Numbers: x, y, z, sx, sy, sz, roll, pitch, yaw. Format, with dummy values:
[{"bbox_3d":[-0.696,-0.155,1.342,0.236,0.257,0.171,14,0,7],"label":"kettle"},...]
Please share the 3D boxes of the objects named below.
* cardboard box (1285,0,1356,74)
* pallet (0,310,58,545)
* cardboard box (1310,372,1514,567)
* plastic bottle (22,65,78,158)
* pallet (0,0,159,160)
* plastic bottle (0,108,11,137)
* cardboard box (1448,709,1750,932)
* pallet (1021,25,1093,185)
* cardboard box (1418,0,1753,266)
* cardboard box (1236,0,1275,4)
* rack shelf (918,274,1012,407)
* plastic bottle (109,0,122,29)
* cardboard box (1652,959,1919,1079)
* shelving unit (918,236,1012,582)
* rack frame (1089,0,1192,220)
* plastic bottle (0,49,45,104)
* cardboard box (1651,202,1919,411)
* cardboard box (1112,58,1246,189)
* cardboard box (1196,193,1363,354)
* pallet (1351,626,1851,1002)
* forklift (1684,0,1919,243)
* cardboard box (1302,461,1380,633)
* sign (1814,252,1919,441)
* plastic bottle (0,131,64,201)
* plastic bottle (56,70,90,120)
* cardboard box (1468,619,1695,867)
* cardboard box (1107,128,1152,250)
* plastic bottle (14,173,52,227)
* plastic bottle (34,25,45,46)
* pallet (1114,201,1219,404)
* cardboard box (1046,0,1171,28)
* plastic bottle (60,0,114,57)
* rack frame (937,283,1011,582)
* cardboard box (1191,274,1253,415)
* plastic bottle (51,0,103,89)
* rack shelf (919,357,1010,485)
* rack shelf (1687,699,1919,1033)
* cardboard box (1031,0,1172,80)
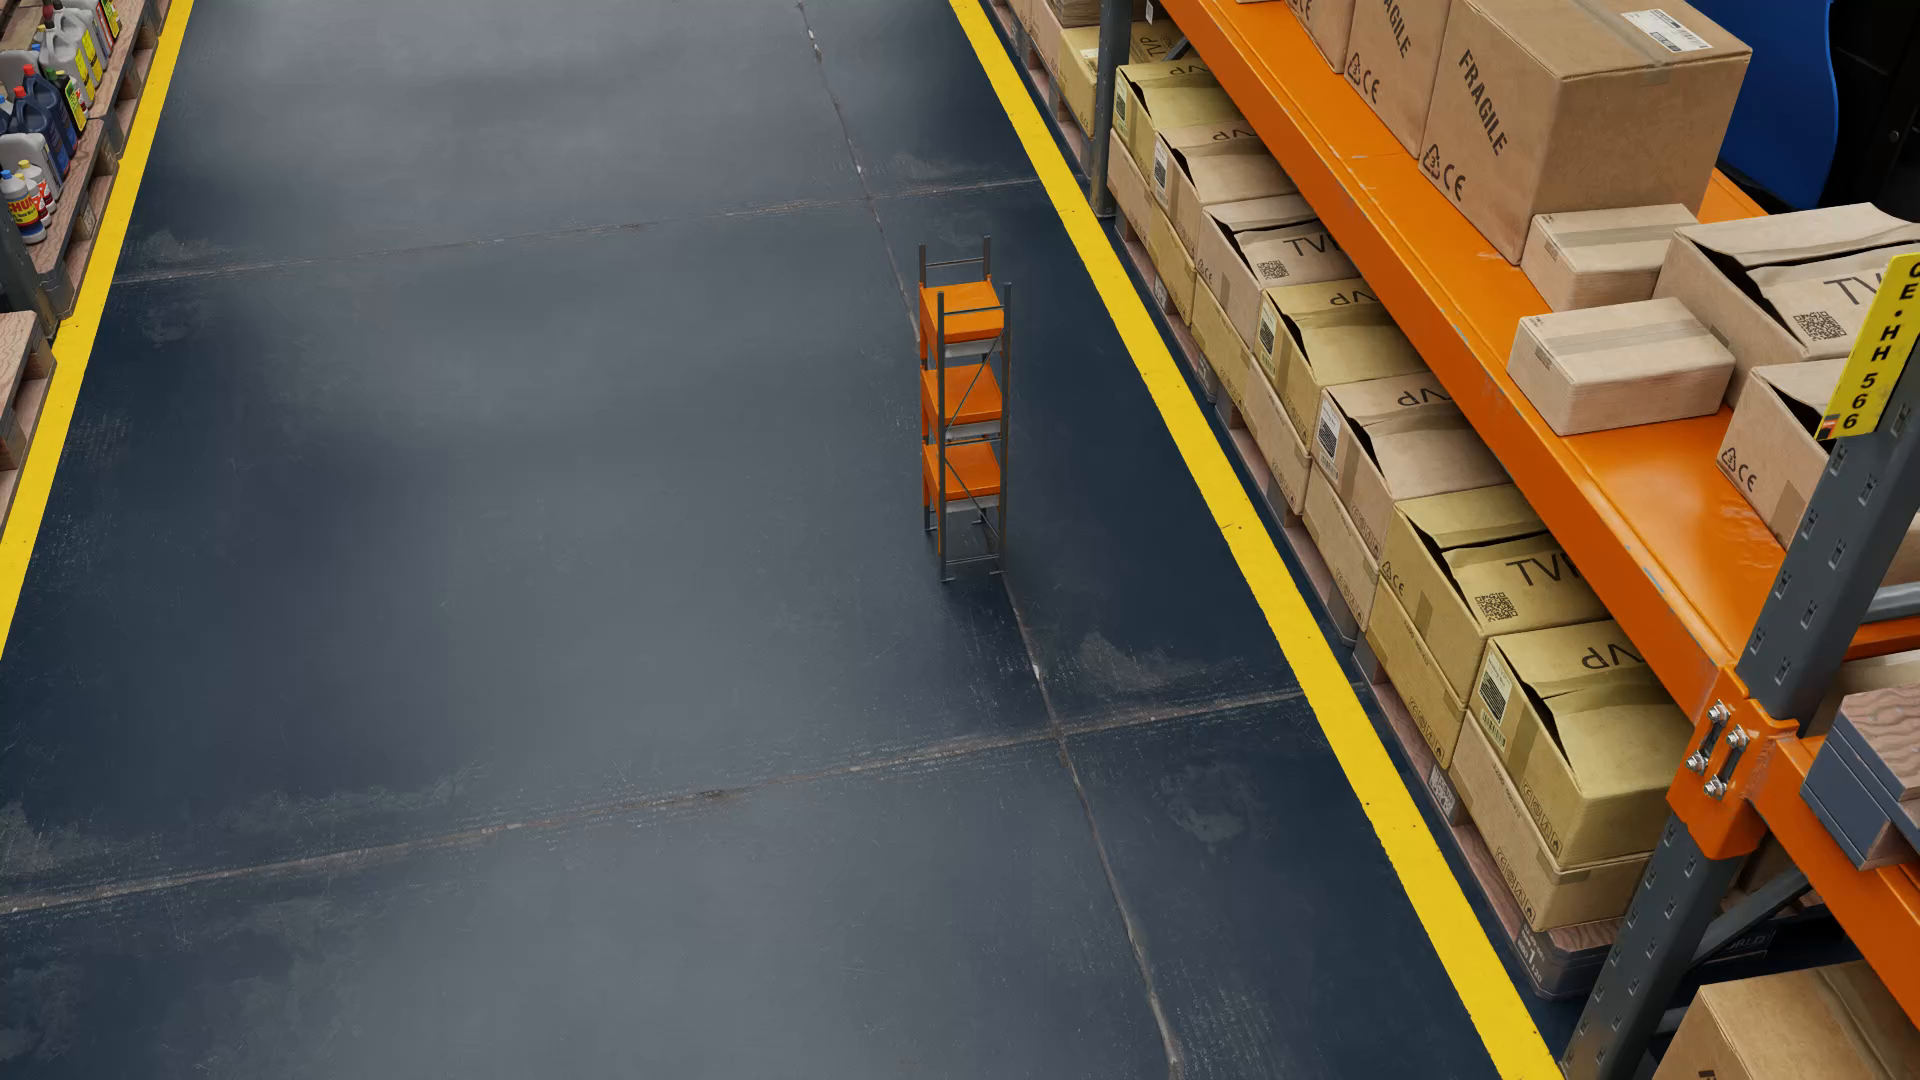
[{"bbox_3d":[1.292,-1.718,4.851,0.500,0.500,0.500,-6,42,-6],"label":"cardboard box"},{"bbox_3d":[-3.602,-0.269,5.394,1.003,0.211,1.213,-8,42,-9],"label":"pallet"},{"bbox_3d":[1.314,-0.236,4.589,0.500,0.311,0.500,-9,42,-10],"label":"cardboard box"},{"bbox_3d":[-3.619,-1.694,6.563,0.144,0.351,0.185,-10,43,-11],"label":"plastic bottle"},{"bbox_3d":[-4.180,-2.006,7.351,1.003,0.211,1.213,-8,42,-9],"label":"pallet"},{"bbox_3d":[-3.719,-1.551,6.402,0.144,0.351,0.185,-8,42,-9],"label":"plastic bottle"},{"bbox_3d":[1.540,0.636,4.029,0.500,0.250,0.500,-7,42,-8],"label":"cardboard box"},{"bbox_3d":[0.898,-2.001,7.345,1.003,0.211,1.213,-8,42,-9],"label":"pallet"},{"bbox_3d":[1.514,-1.052,4.101,0.500,0.500,0.500,-10,43,-12],"label":"cardboard box"},{"bbox_3d":[1.020,-1.825,5.235,0.380,0.149,0.250,-8,42,-9],"label":"cardboard box"},{"bbox_3d":[0.012,-0.562,4.681,0.215,0.259,0.240,-8,42,-9],"label":"rack shelf"},{"bbox_3d":[-3.848,-2.398,7.469,0.097,0.201,0.097,0,42,0],"label":"plastic bottle"},{"bbox_3d":[1.711,1.177,3.216,0.500,0.500,0.500,-7,42,-7],"label":"cardboard box"},{"bbox_3d":[0.012,-0.358,4.862,0.215,1.050,0.252,-8,42,-9],"label":"shelving unit"},{"bbox_3d":[1.028,-2.522,5.832,1.000,3.000,0.127,-8,42,-9],"label":"rack frame"},{"bbox_3d":[-3.850,-1.904,6.856,0.152,0.276,0.135,-8,42,-9],"label":"plastic bottle"},{"bbox_3d":[1.888,-0.504,3.625,0.500,0.311,0.500,-9,42,-10],"label":"cardboard box"},{"bbox_3d":[0.874,-1.557,6.077,0.500,0.311,0.500,-8,42,-9],"label":"cardboard box"},{"bbox_3d":[1.090,-0.897,5.333,0.500,0.311,0.500,-10,43,-11],"label":"cardboard box"},{"bbox_3d":[1.752,0.574,4.444,1.003,0.211,1.213,-8,42,-9],"label":"pallet"},{"bbox_3d":[3.771,-1.901,5.184,1.130,2.935,3.031,-15,44,-16],"label":"forklift"},{"bbox_3d":[1.320,-0.024,4.773,0.500,0.250,0.500,-7,42,-8],"label":"cardboard box"},{"bbox_3d":[1.351,-0.281,2.435,0.100,0.325,0.005,-8,42,-9],"label":"sign"},{"bbox_3d":[-3.546,-1.436,6.328,0.152,0.276,0.135,-7,42,-8],"label":"plastic bottle"},{"bbox_3d":[-3.657,-1.825,6.823,0.097,0.201,0.097,0,42,0],"label":"plastic bottle"},{"bbox_3d":[1.538,0.428,3.841,0.500,0.311,0.500,-7,42,-8],"label":"cardboard box"},{"bbox_3d":[0.874,-1.354,6.271,0.500,0.250,0.500,-9,42,-10],"label":"cardboard box"},{"bbox_3d":[-3.472,-1.268,6.196,0.097,0.201,0.097,0,42,0],"label":"plastic bottle"},{"bbox_3d":[-3.908,-2.111,7.145,0.097,0.201,0.097,0,42,0],"label":"plastic bottle"},{"bbox_3d":[1.226,-1.008,6.226,1.003,0.211,1.213,-8,42,-9],"label":"pallet"},{"bbox_3d":[0.618,-2.527,7.027,0.500,0.500,0.500,-8,42,-9],"label":"cardboard box"},{"bbox_3d":[-3.820,-2.259,7.255,0.152,0.276,0.135,-8,42,-9],"label":"plastic bottle"},{"bbox_3d":[0.038,-0.279,4.773,0.200,1.050,0.008,-8,42,-9],"label":"rack frame"},{"bbox_3d":[1.097,-0.687,5.520,0.500,0.250,0.500,-10,42,-11],"label":"cardboard box"},{"bbox_3d":[-3.751,-2.090,7.009,0.144,0.351,0.185,-7,42,-8],"label":"plastic bottle"},{"bbox_3d":[0.012,-0.350,4.869,0.215,0.259,0.240,-8,42,-9],"label":"rack shelf"},{"bbox_3d":[2.323,1.636,1.689,1.077,0.370,4.000,-8,42,-9],"label":"rack shelf"},{"bbox_3d":[0.617,-2.246,7.275,0.500,0.250,0.500,-8,42,-9],"label":"cardboard box"}]
